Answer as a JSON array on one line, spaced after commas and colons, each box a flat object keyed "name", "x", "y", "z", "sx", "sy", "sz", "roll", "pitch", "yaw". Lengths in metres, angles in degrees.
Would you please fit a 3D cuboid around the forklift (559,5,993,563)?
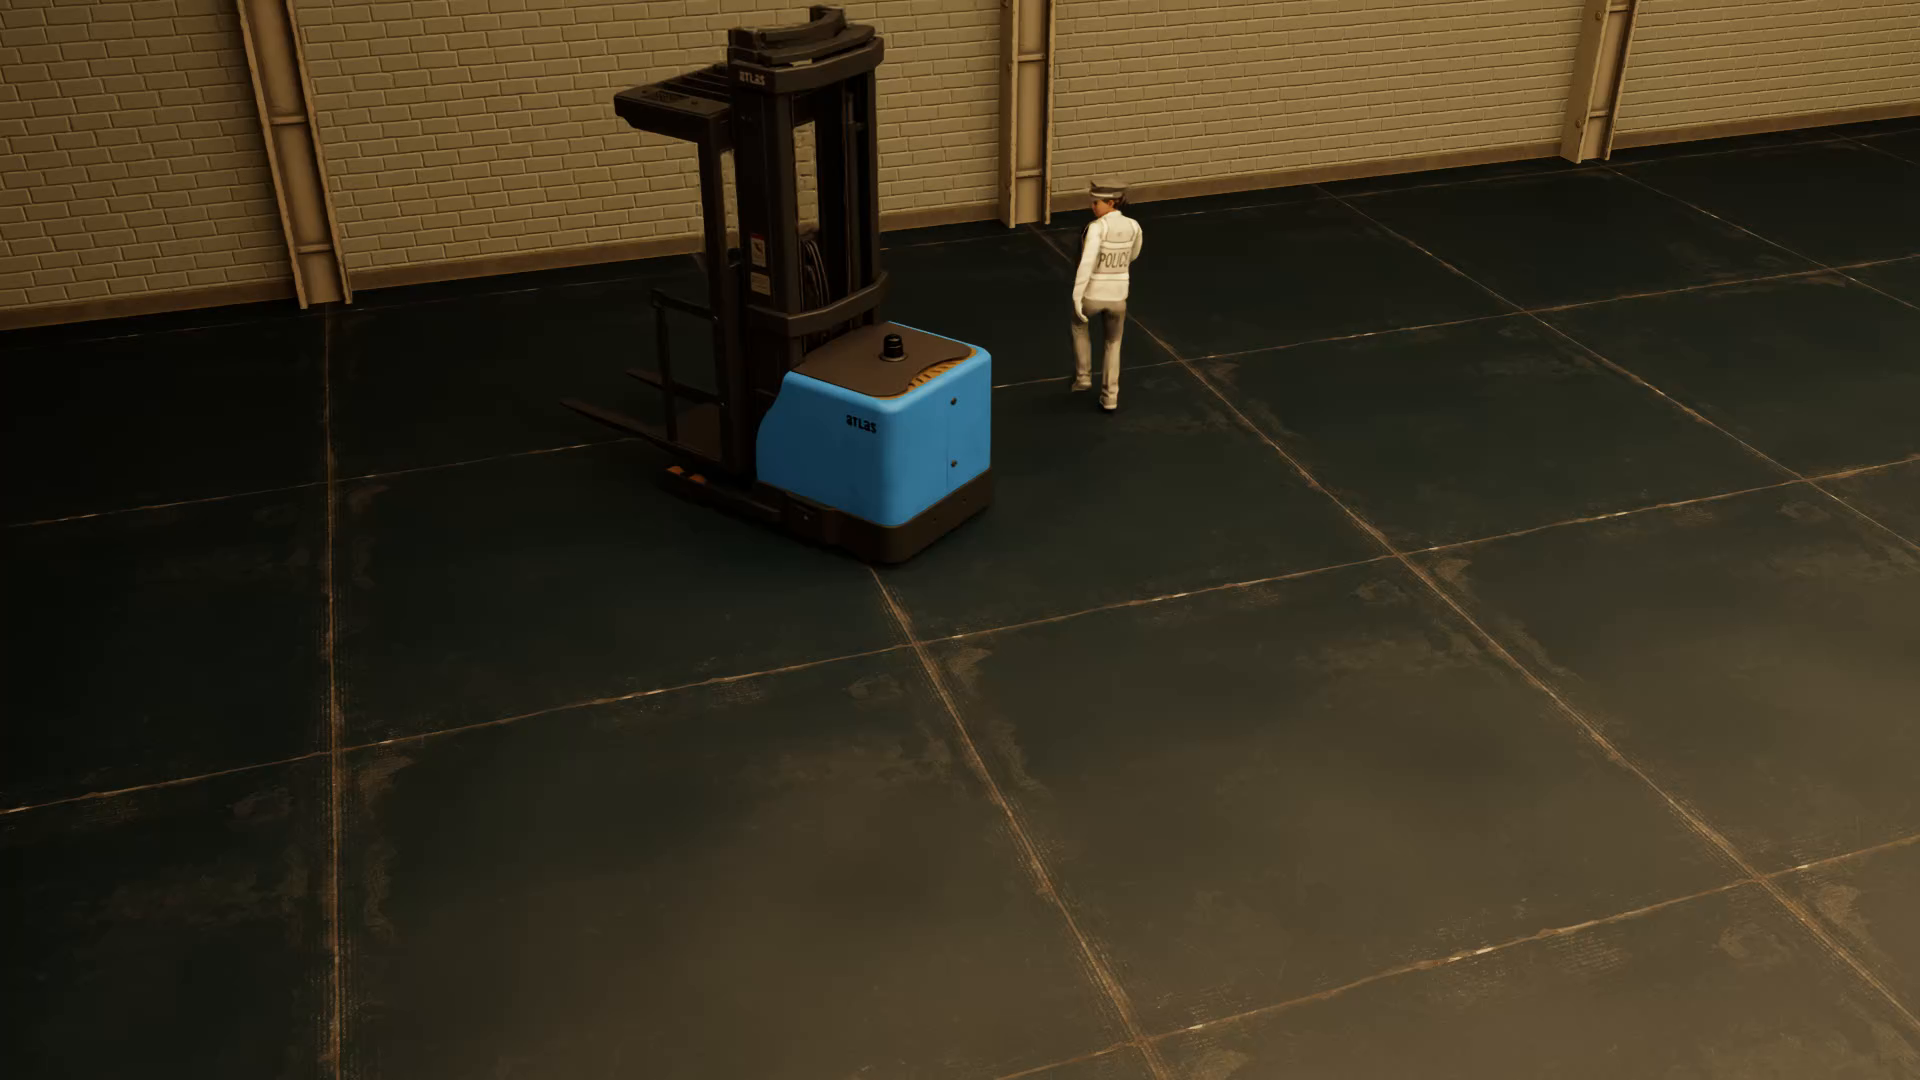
[{"name": "forklift", "x": -1.289, "y": -1.706, "z": 10.053, "sx": 3.031, "sy": 2.935, "sz": 1.130, "roll": 20, "pitch": 35, "yaw": 31}]

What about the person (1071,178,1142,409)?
[{"name": "person", "x": 0.968, "y": -1.636, "z": 11.325, "sx": 0.577, "sy": 1.666, "sz": 0.734, "roll": -6, "pitch": 30, "yaw": -9}]
